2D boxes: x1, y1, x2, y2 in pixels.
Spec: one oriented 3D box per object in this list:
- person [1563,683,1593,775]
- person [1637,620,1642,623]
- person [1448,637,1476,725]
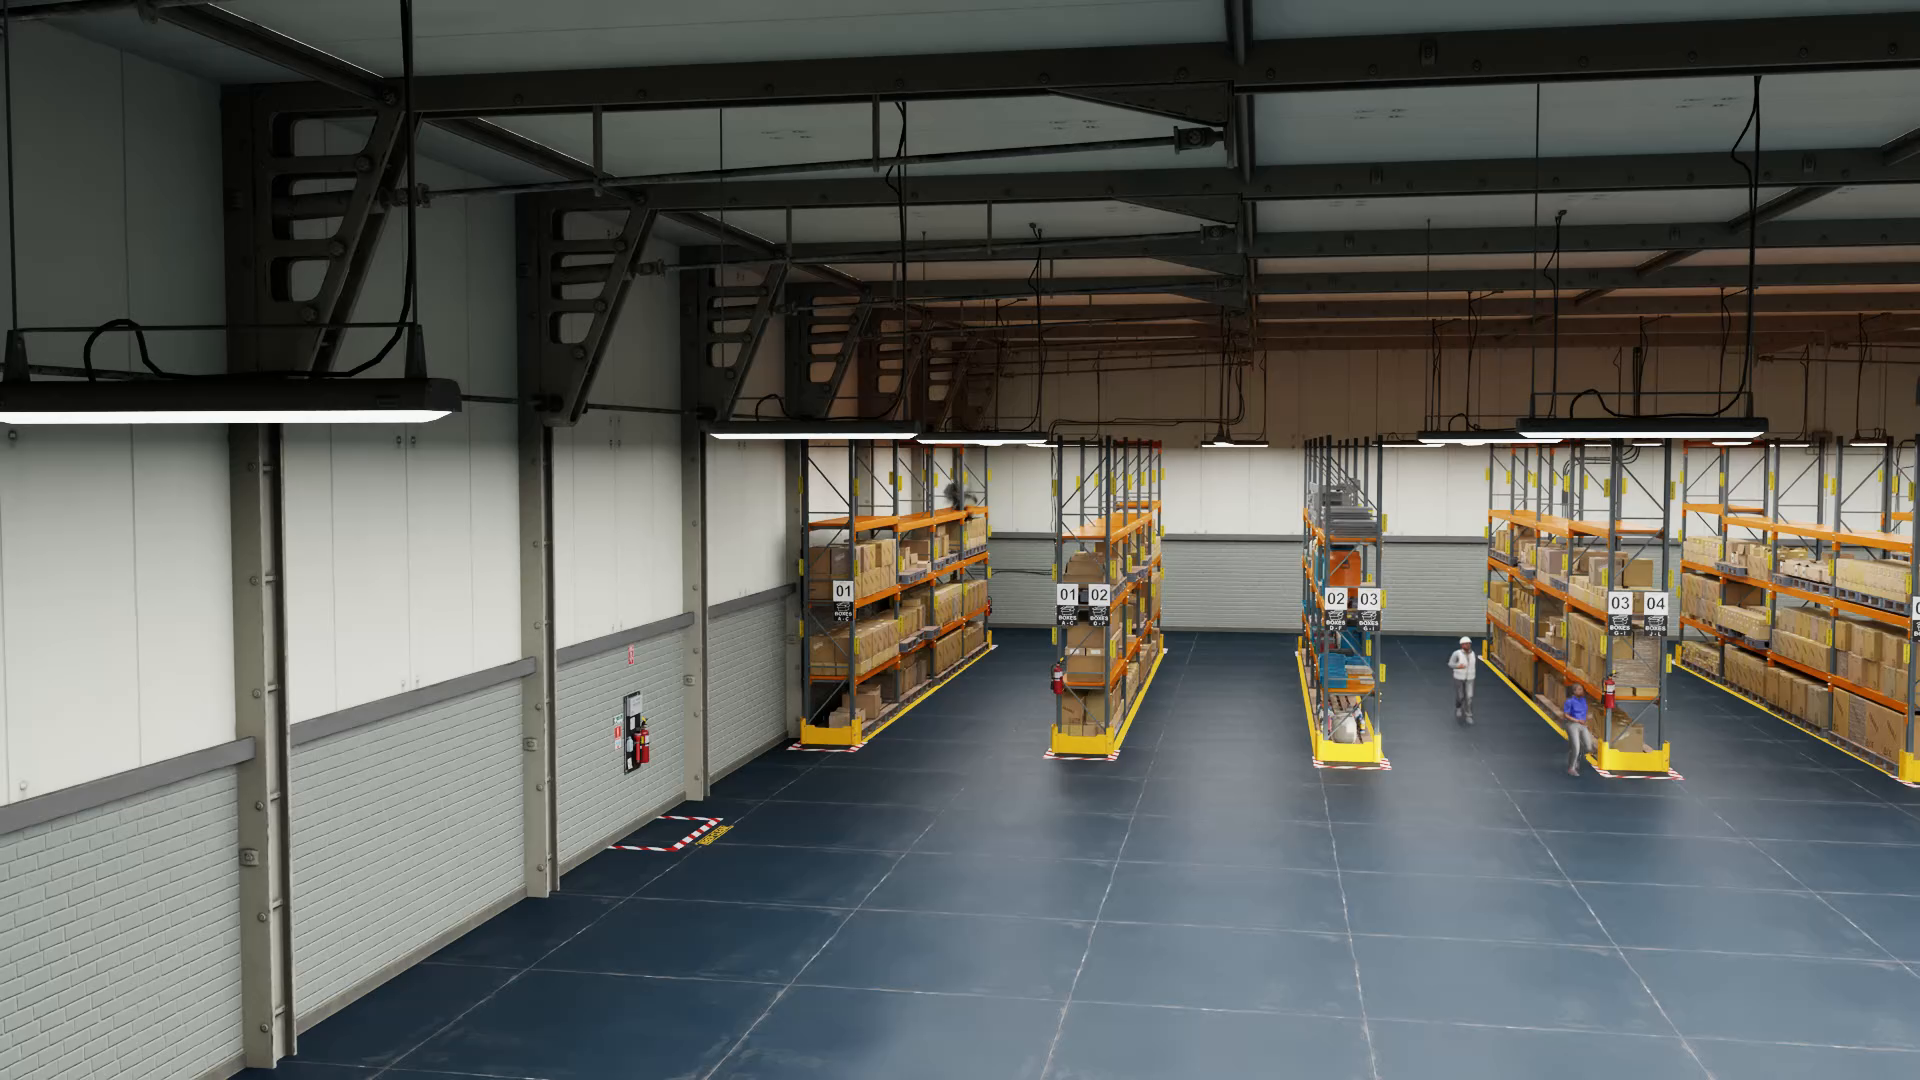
[{"bbox_3d":[10.893,3.342,29.261,0.572,1.630,0.569,-1,3,-18],"label":"person"},{"bbox_3d":[17.970,2.443,44.793,0.588,1.728,0.749,-3,4,-41],"label":"person"},{"bbox_3d":[10.615,2.936,35.093,0.639,1.800,0.894,0,3,1],"label":"person"}]
